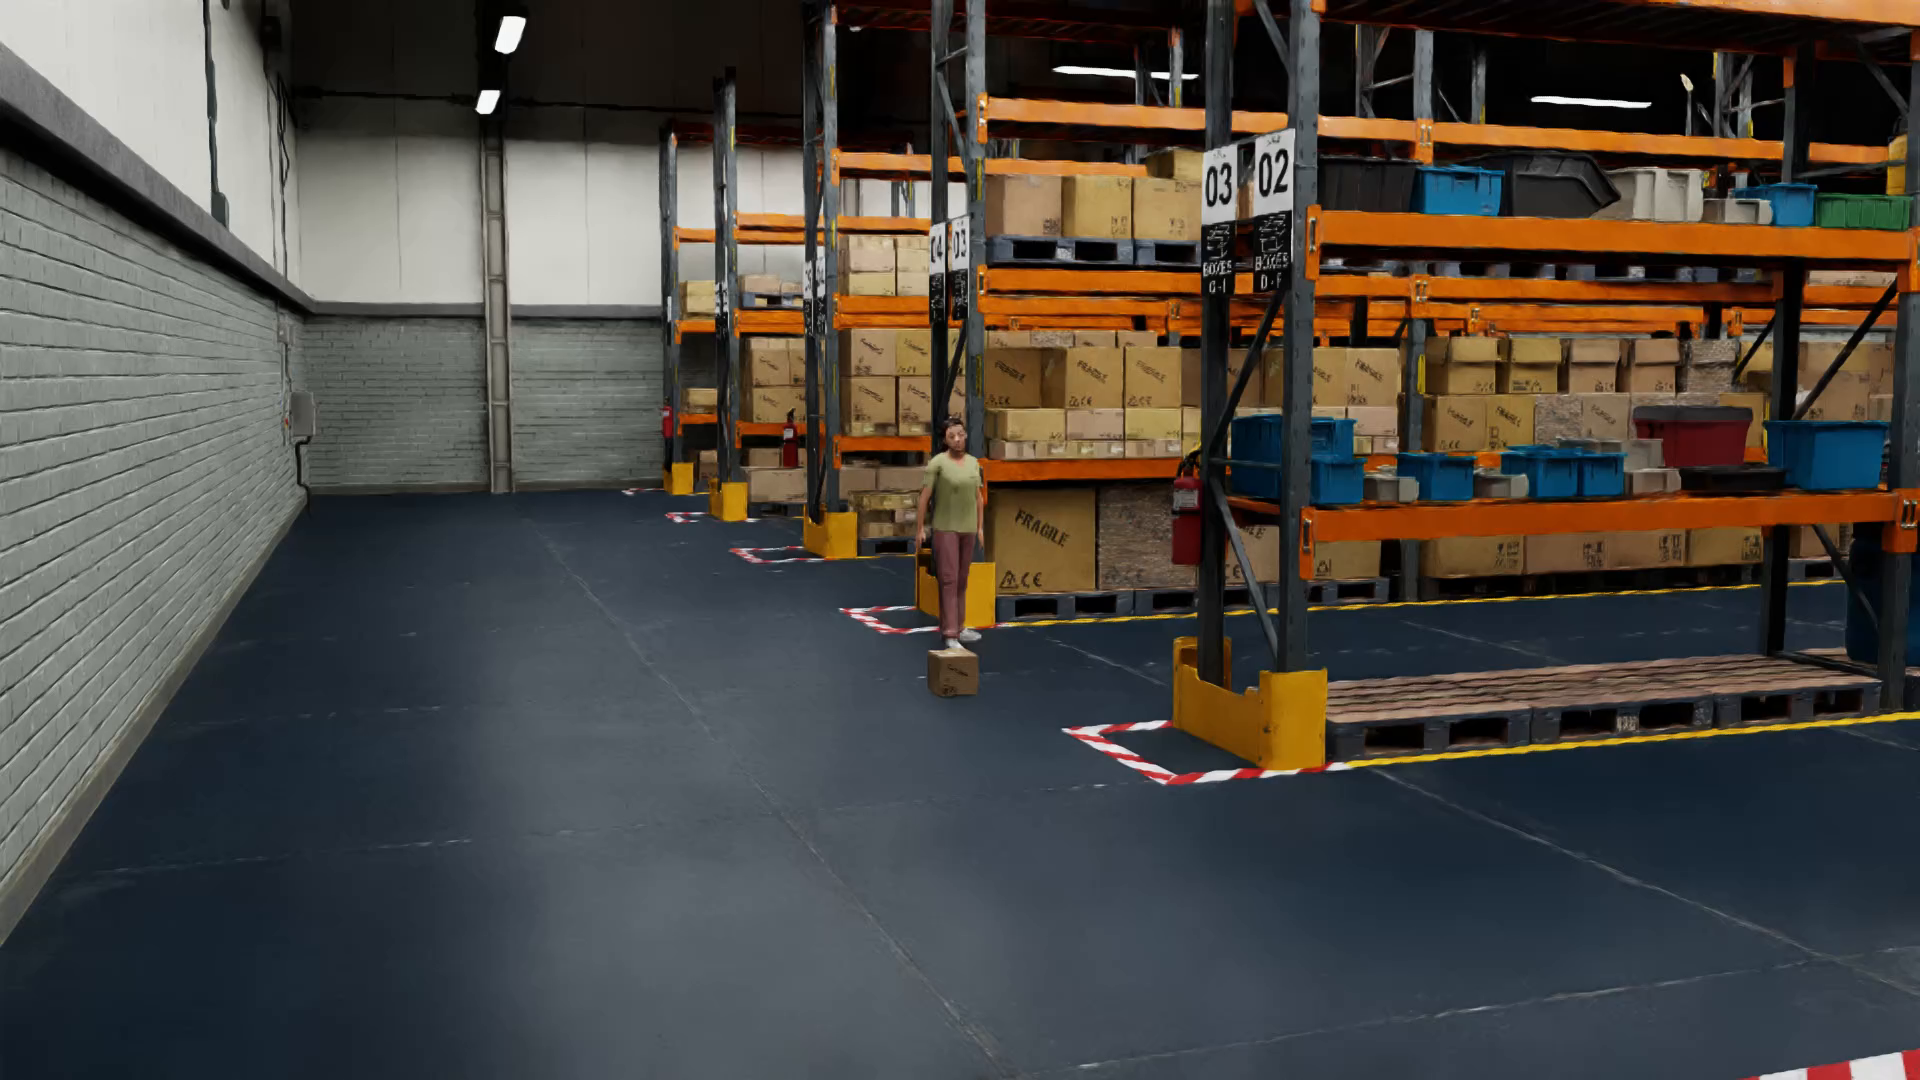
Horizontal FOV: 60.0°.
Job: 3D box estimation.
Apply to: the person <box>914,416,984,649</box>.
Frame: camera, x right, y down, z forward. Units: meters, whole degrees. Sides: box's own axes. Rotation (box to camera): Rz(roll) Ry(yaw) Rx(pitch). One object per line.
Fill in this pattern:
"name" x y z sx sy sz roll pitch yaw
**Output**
"person" -0.036 -0.052 11.950 0.576 1.664 0.623 -4 7 -34
